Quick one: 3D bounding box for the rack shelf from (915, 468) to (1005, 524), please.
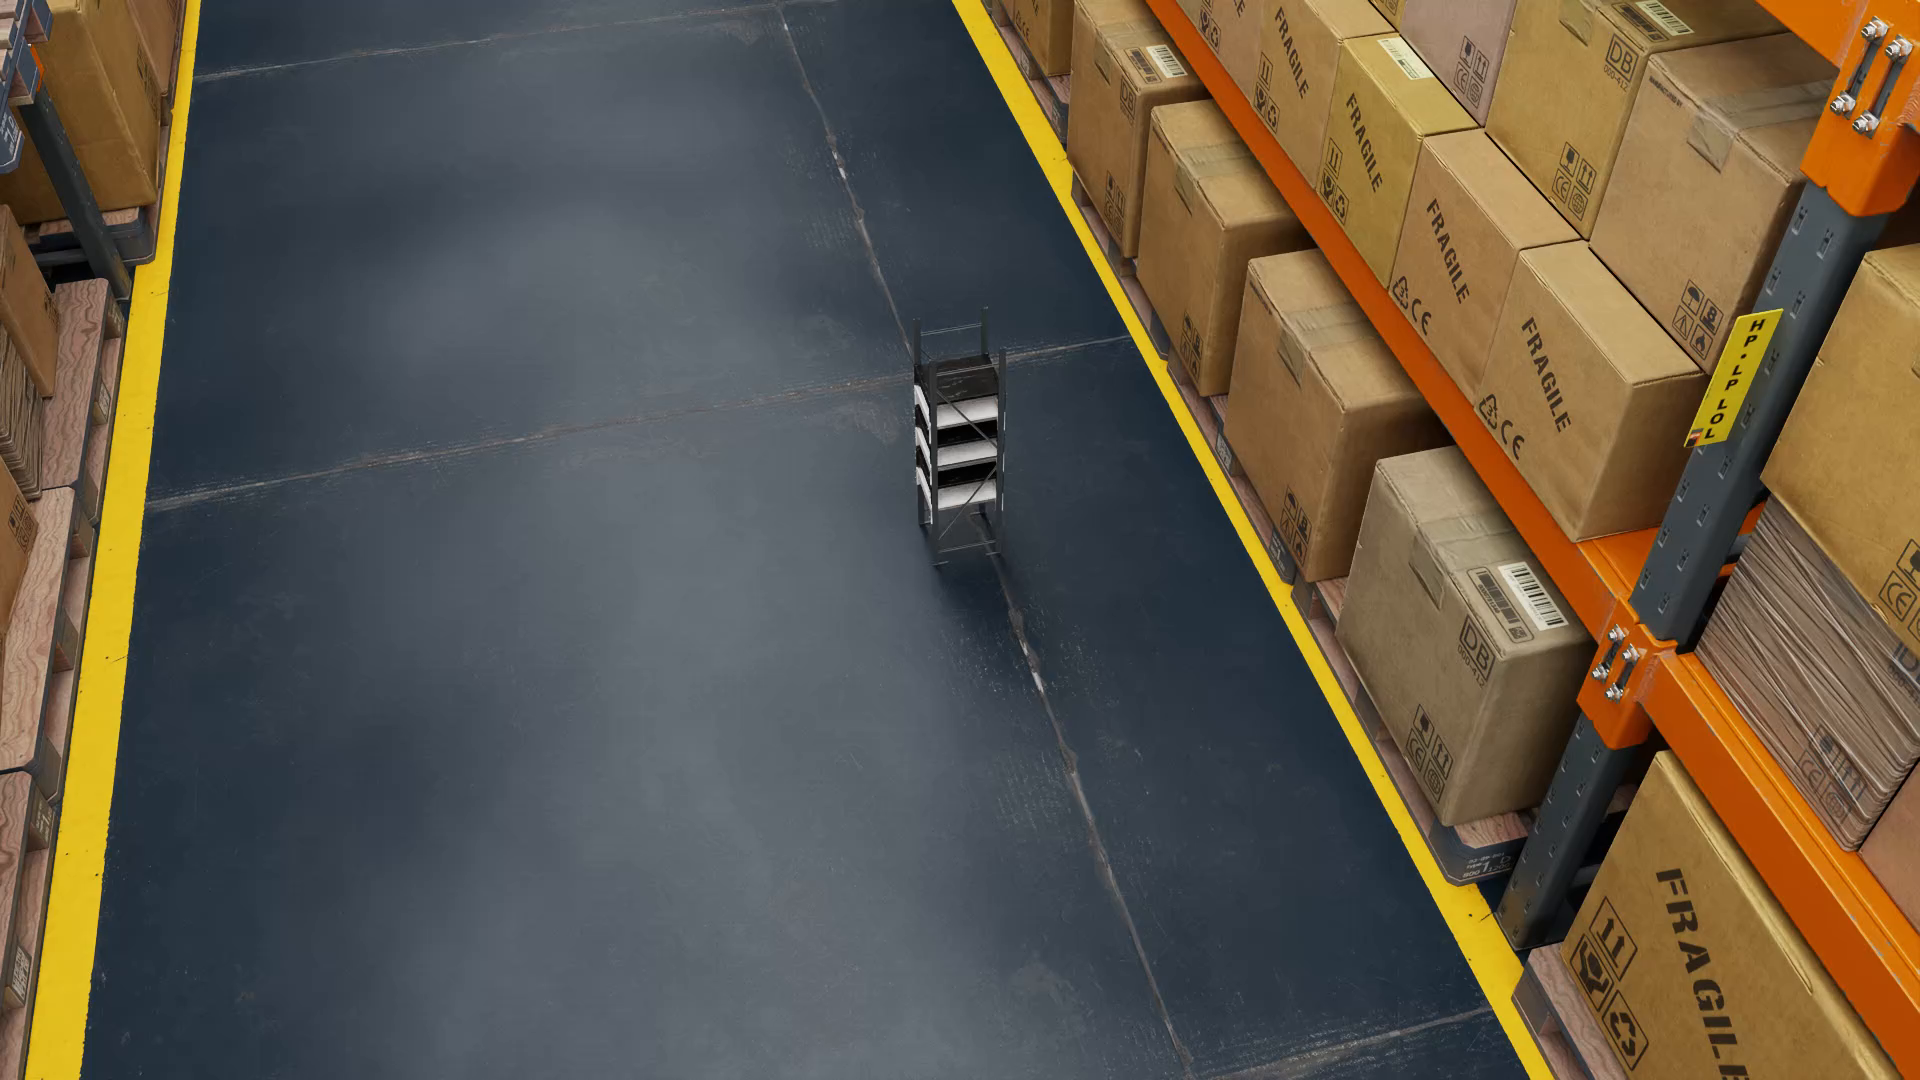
[{"bbox_3d":[-0.002,-0.171,5.586,0.258,0.077,0.200,-11,47,-10],"label":"rack shelf"}]

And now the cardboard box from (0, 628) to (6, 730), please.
[{"bbox_3d":[-3.197,0.377,4.723,0.700,0.500,0.500,-14,47,-14],"label":"cardboard box"}]

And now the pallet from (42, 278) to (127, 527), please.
[{"bbox_3d":[-3.638,-0.443,6.037,1.003,0.211,1.213,-11,47,-10],"label":"pallet"}]

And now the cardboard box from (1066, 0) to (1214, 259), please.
[{"bbox_3d":[1.053,-1.719,6.616,1.050,0.750,0.750,-11,47,-11],"label":"cardboard box"}]

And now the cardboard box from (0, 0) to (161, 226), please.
[{"bbox_3d":[-3.994,-1.843,6.649,1.225,0.875,0.875,-13,47,-12],"label":"cardboard box"}]

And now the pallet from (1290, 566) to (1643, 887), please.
[{"bbox_3d":[1.737,0.422,5.188,1.003,0.211,1.213,-11,47,-10],"label":"pallet"}]

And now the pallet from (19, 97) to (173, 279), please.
[{"bbox_3d":[-3.966,-1.541,7.113,1.003,0.211,1.213,-11,47,-10],"label":"pallet"}]

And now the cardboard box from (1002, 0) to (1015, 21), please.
[{"bbox_3d":[0.433,-2.834,7.883,0.500,0.500,0.500,-9,46,-9],"label":"cardboard box"}]

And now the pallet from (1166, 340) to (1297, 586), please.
[{"bbox_3d":[1.421,-0.422,6.015,1.003,0.211,1.213,-11,47,-10],"label":"pallet"}]

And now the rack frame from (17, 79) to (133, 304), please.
[{"bbox_3d":[-3.837,-1.959,5.570,1.000,3.000,0.127,-11,47,-10],"label":"rack frame"}]

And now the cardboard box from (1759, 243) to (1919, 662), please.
[{"bbox_3d":[2.069,-0.204,2.989,0.875,0.550,0.550,-11,47,-10],"label":"cardboard box"}]

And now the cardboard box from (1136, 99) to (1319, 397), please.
[{"bbox_3d":[1.280,-1.116,6.025,1.050,0.750,0.750,-10,46,-10],"label":"cardboard box"}]

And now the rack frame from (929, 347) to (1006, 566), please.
[{"bbox_3d":[0.024,-0.250,5.365,0.240,0.900,0.006,-11,47,-10],"label":"rack frame"}]

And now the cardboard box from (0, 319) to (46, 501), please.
[{"bbox_3d":[-3.492,-0.399,5.483,0.700,0.500,0.500,-14,47,-14],"label":"cardboard box"}]

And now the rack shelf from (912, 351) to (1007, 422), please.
[{"bbox_3d":[-0.002,-0.486,5.265,0.258,0.077,0.200,-11,47,-10],"label":"rack shelf"}]

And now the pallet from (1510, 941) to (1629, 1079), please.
[{"bbox_3d":[2.127,1.481,4.151,1.003,0.211,1.213,-11,47,-10],"label":"pallet"}]

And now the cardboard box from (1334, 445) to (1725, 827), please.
[{"bbox_3d":[1.762,0.194,4.741,1.050,0.750,0.750,-11,47,-11],"label":"cardboard box"}]

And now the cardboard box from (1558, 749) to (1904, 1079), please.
[{"bbox_3d":[2.101,1.009,3.855,0.875,0.875,0.875,-10,46,-10],"label":"cardboard box"}]

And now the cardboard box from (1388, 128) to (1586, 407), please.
[{"bbox_3d":[1.486,-0.730,4.295,0.500,0.500,0.500,-11,47,-11],"label":"cardboard box"}]

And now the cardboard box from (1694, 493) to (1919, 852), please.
[{"bbox_3d":[2.114,0.165,3.383,0.875,0.550,0.550,-11,47,-10],"label":"cardboard box"}]

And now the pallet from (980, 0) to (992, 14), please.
[{"bbox_3d":[0.476,-3.201,8.739,1.003,0.211,1.213,-11,47,-10],"label":"pallet"}]

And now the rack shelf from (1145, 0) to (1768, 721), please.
[{"bbox_3d":[1.496,-1.164,5.294,1.077,0.370,4.000,-11,47,-10],"label":"rack shelf"}]

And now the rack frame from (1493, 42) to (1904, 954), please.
[{"bbox_3d":[2.008,-0.035,3.684,1.000,3.000,0.127,-11,47,-10],"label":"rack frame"}]

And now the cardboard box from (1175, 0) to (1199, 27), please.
[{"bbox_3d":[0.970,-2.121,5.659,0.500,0.500,0.500,-11,47,-11],"label":"cardboard box"}]

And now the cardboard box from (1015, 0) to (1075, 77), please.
[{"bbox_3d":[0.562,-2.475,7.531,0.500,0.500,0.500,-11,47,-11],"label":"cardboard box"}]

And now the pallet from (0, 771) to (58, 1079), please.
[{"bbox_3d":[-3.014,1.241,4.386,1.003,0.211,1.213,-11,47,-10],"label":"pallet"}]

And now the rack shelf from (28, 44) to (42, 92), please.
[{"bbox_3d":[-3.325,-0.327,4.474,1.077,0.370,4.000,-11,47,-10],"label":"rack shelf"}]

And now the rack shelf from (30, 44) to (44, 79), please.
[{"bbox_3d":[-4.349,-3.088,7.180,1.077,0.370,4.000,-11,47,-10],"label":"rack shelf"}]

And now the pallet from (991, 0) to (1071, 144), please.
[{"bbox_3d":[0.785,-2.360,7.915,1.003,0.211,1.213,-11,47,-10],"label":"pallet"}]

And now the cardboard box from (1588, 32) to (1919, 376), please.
[{"bbox_3d":[1.875,-0.761,3.626,0.700,0.500,0.500,-11,47,-11],"label":"cardboard box"}]

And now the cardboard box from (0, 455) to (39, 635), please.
[{"bbox_3d":[-3.340,-0.009,5.100,0.700,0.500,0.500,-7,46,-7],"label":"cardboard box"}]

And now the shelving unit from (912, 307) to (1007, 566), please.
[{"bbox_3d":[-0.002,-0.321,5.434,0.258,0.900,0.210,-11,47,-10],"label":"shelving unit"}]

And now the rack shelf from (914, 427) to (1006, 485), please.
[{"bbox_3d":[-0.002,-0.297,5.458,0.258,0.077,0.200,-11,47,-10],"label":"rack shelf"}]

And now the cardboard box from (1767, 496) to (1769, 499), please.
[{"bbox_3d":[2.133,-0.482,4.052,0.500,0.500,0.500,-10,46,-10],"label":"cardboard box"}]

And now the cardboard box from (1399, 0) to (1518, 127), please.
[{"bbox_3d":[1.612,-1.465,4.315,0.700,0.500,0.500,-10,46,-10],"label":"cardboard box"}]

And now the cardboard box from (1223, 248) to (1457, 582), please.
[{"bbox_3d":[1.518,-0.473,5.395,1.050,0.750,0.750,-11,47,-10],"label":"cardboard box"}]

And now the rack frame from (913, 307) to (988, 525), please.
[{"bbox_3d":[-0.028,-0.391,5.503,0.240,0.900,0.006,-11,47,-10],"label":"rack frame"}]

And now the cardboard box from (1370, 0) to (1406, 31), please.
[{"bbox_3d":[1.484,-1.814,4.657,0.700,0.500,0.500,-11,47,-11],"label":"cardboard box"}]

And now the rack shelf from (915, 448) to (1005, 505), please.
[{"bbox_3d":[-0.002,-0.234,5.522,0.258,0.077,0.200,-11,47,-10],"label":"rack shelf"}]

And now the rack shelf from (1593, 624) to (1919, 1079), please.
[{"bbox_3d":[2.520,1.598,2.587,1.077,0.370,4.000,-11,47,-10],"label":"rack shelf"}]

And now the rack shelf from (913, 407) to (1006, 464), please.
[{"bbox_3d":[-0.002,-0.360,5.394,0.258,0.077,0.200,-11,47,-10],"label":"rack shelf"}]

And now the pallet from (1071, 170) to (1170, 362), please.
[{"bbox_3d":[1.113,-1.262,6.839,1.003,0.211,1.213,-11,47,-10],"label":"pallet"}]

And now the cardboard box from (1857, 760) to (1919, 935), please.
[{"bbox_3d":[2.276,0.541,3.015,0.875,0.550,0.550,-11,47,-10],"label":"cardboard box"}]

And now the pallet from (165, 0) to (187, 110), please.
[{"bbox_3d":[-4.275,-2.382,7.937,1.003,0.211,1.213,-11,47,-10],"label":"pallet"}]

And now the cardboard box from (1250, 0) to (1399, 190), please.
[{"bbox_3d":[1.225,-1.429,4.980,0.500,0.500,0.500,-11,47,-11],"label":"cardboard box"}]

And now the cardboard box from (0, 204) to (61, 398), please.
[{"bbox_3d":[-3.646,-0.779,5.856,0.700,0.500,0.500,-13,47,-12],"label":"cardboard box"}]

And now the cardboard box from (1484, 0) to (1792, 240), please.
[{"bbox_3d":[1.741,-1.116,3.974,0.700,0.500,0.500,-11,47,-11],"label":"cardboard box"}]

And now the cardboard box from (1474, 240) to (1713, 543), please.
[{"bbox_3d":[1.616,-0.381,3.953,0.500,0.500,0.500,-11,47,-11],"label":"cardboard box"}]

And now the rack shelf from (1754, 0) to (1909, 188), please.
[{"bbox_3d":[1.496,-2.214,4.223,1.077,0.370,4.000,-11,47,-10],"label":"rack shelf"}]

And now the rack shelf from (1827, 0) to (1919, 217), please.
[{"bbox_3d":[2.520,0.548,1.516,1.077,0.370,4.000,-11,47,-10],"label":"rack shelf"}]

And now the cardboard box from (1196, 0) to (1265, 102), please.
[{"bbox_3d":[1.099,-1.773,5.318,0.500,0.500,0.500,-11,47,-10],"label":"cardboard box"}]

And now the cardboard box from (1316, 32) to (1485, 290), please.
[{"bbox_3d":[1.357,-1.079,4.637,0.500,0.500,0.500,-10,46,-10],"label":"cardboard box"}]

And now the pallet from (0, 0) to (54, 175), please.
[{"bbox_3d":[-3.552,-1.420,5.175,1.213,0.211,1.003,-11,47,-10],"label":"pallet"}]

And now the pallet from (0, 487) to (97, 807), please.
[{"bbox_3d":[-3.330,0.397,5.213,1.003,0.211,1.213,-11,47,-10],"label":"pallet"}]

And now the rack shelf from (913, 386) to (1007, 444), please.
[{"bbox_3d":[-0.002,-0.423,5.329,0.258,0.077,0.200,-11,47,-10],"label":"rack shelf"}]

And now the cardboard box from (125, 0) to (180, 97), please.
[{"bbox_3d":[-4.214,-2.460,7.254,1.225,0.875,0.875,-11,47,-10],"label":"cardboard box"}]

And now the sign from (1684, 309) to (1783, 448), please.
[{"bbox_3d":[1.486,-0.306,3.195,0.100,0.325,0.005,-11,47,-10],"label":"sign"}]
